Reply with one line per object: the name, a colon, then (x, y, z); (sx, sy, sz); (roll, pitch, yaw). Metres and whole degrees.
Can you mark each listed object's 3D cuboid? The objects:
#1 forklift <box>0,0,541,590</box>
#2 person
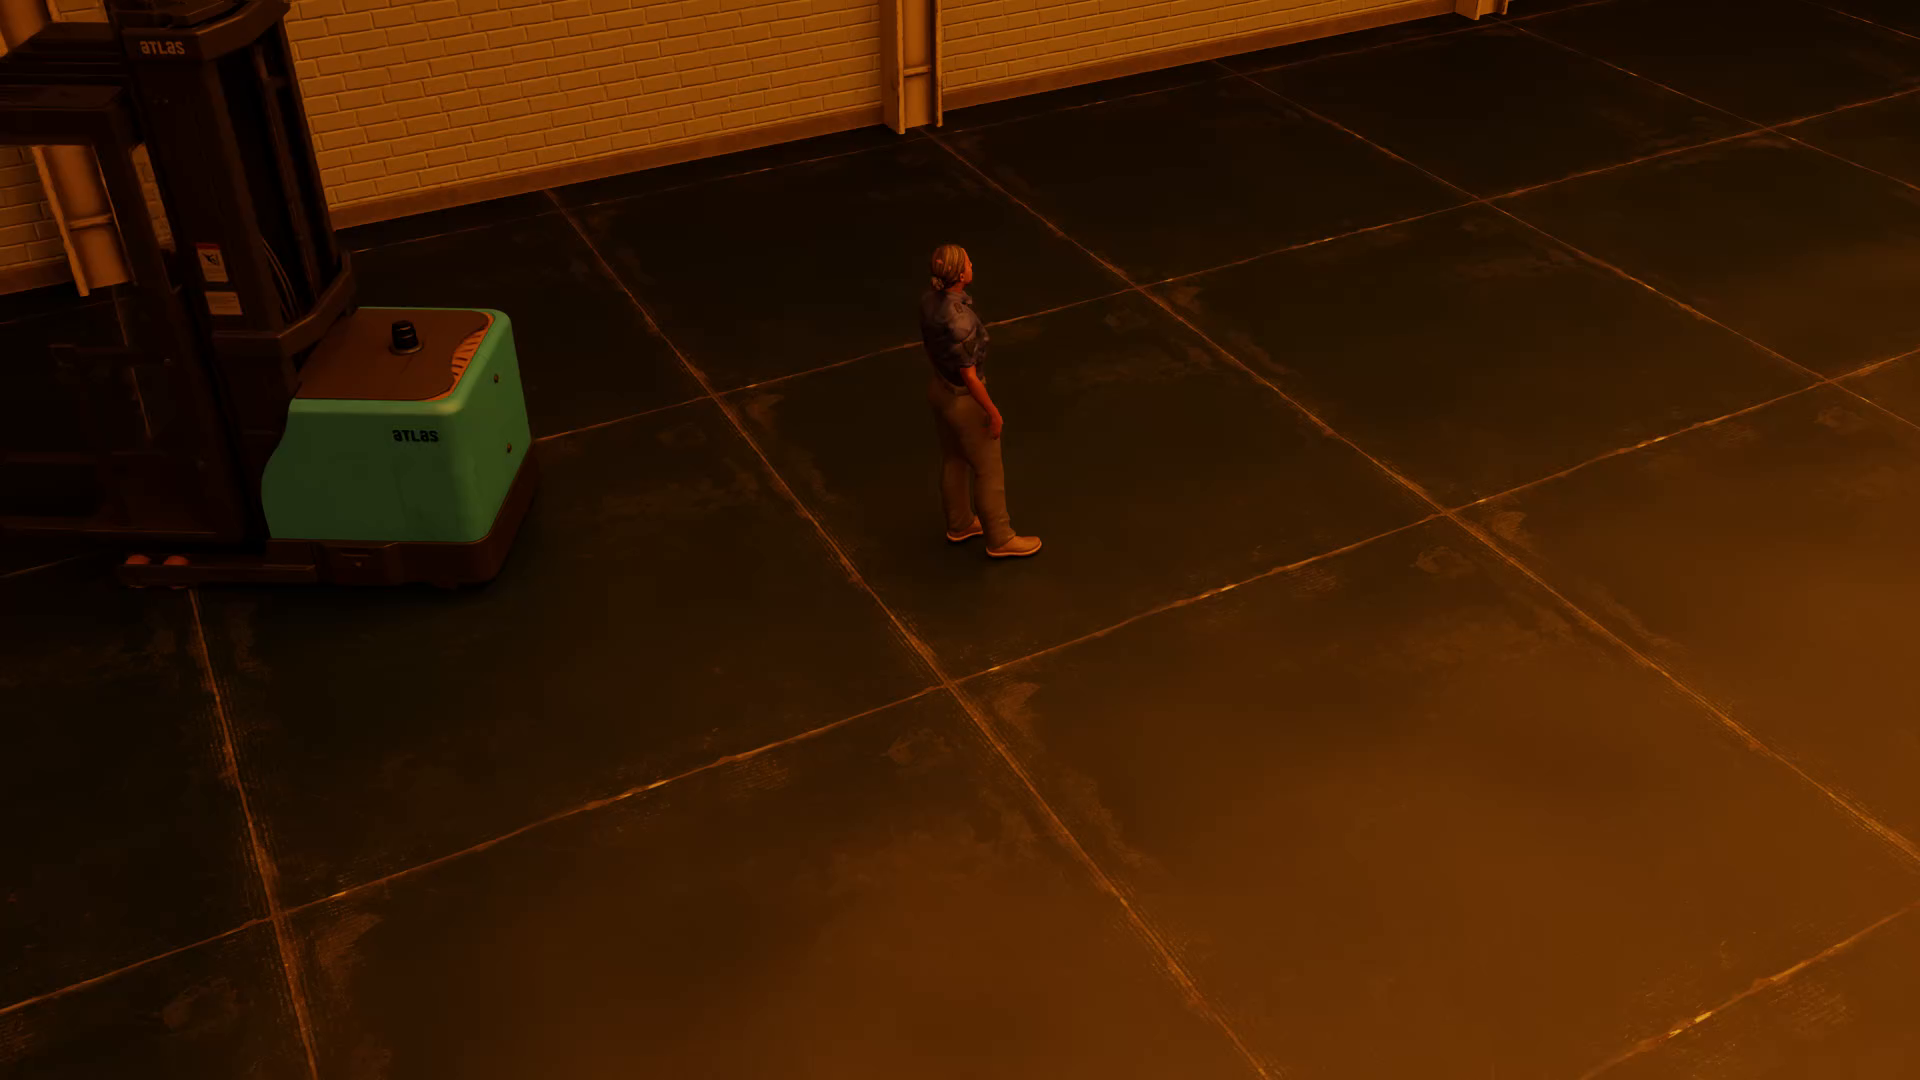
forklift: (-3.802, -1.255, 7.898); (3.031, 2.935, 1.130); (1, 35, 2)
person: (0.087, -0.690, 8.203); (0.504, 1.643, 0.569); (-17, 39, -23)
